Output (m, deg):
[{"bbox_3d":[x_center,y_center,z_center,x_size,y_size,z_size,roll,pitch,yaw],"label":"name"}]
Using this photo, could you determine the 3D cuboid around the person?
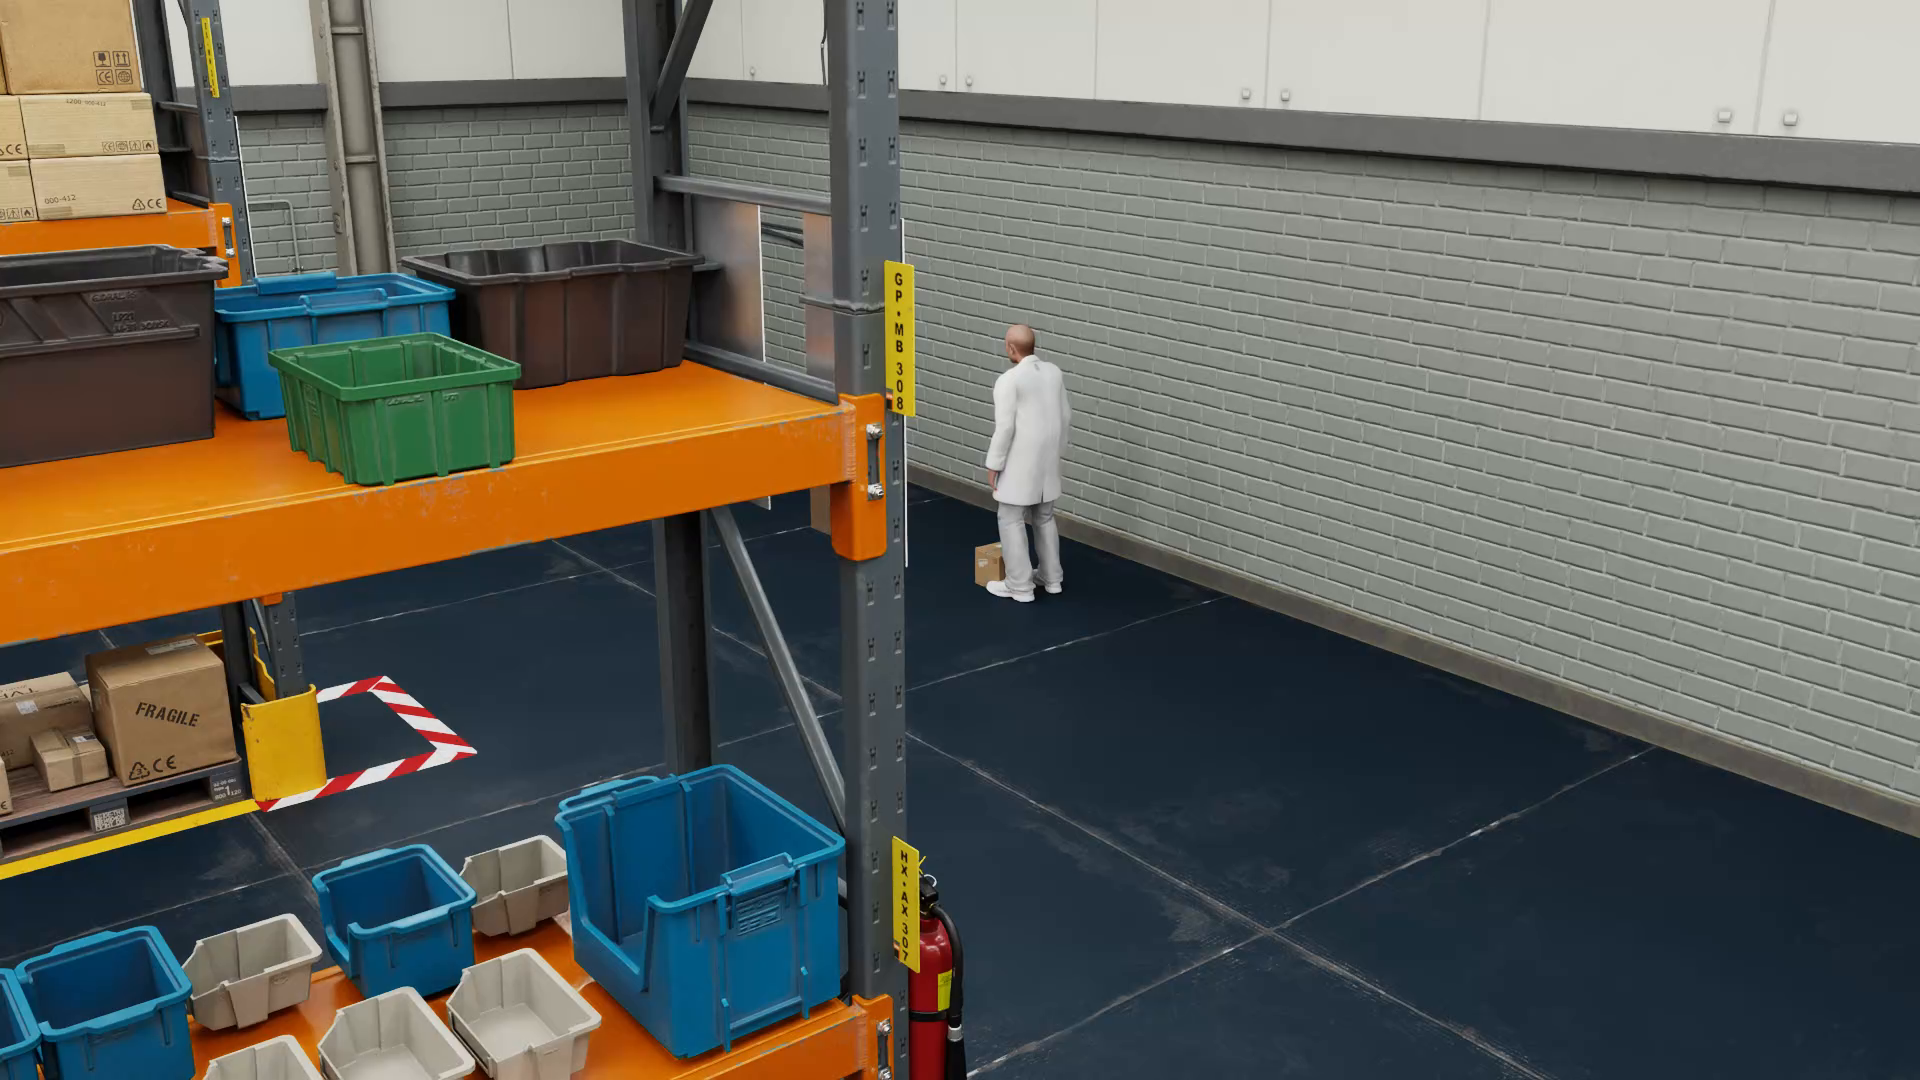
[{"bbox_3d":[0.432,-0.496,10.654,0.649,1.774,0.417,-14,22,-37],"label":"person"}]
